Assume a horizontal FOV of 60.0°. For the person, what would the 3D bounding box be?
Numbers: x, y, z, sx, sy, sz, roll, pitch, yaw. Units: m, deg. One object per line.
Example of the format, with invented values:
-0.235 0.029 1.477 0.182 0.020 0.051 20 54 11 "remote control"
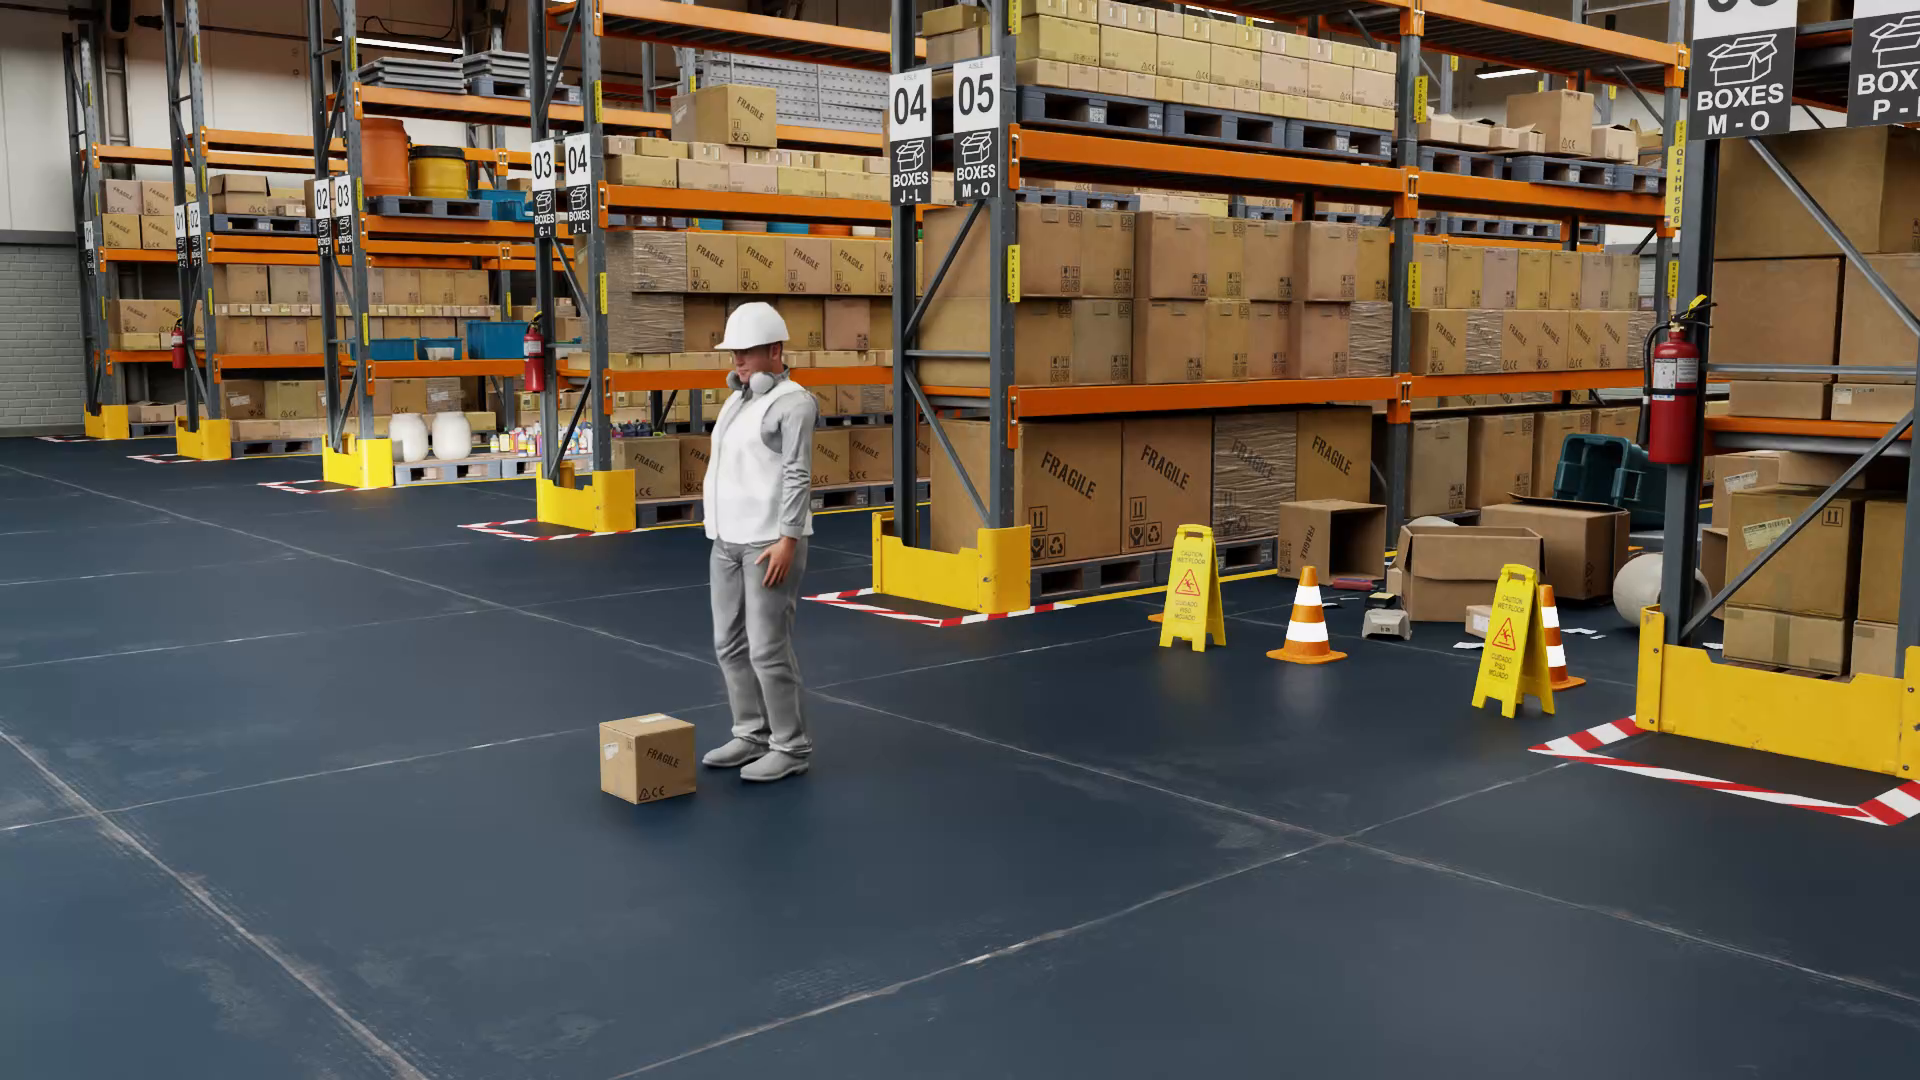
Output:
-0.746 0.001 6.218 0.357 1.765 0.533 -6 10 -40 "person"
